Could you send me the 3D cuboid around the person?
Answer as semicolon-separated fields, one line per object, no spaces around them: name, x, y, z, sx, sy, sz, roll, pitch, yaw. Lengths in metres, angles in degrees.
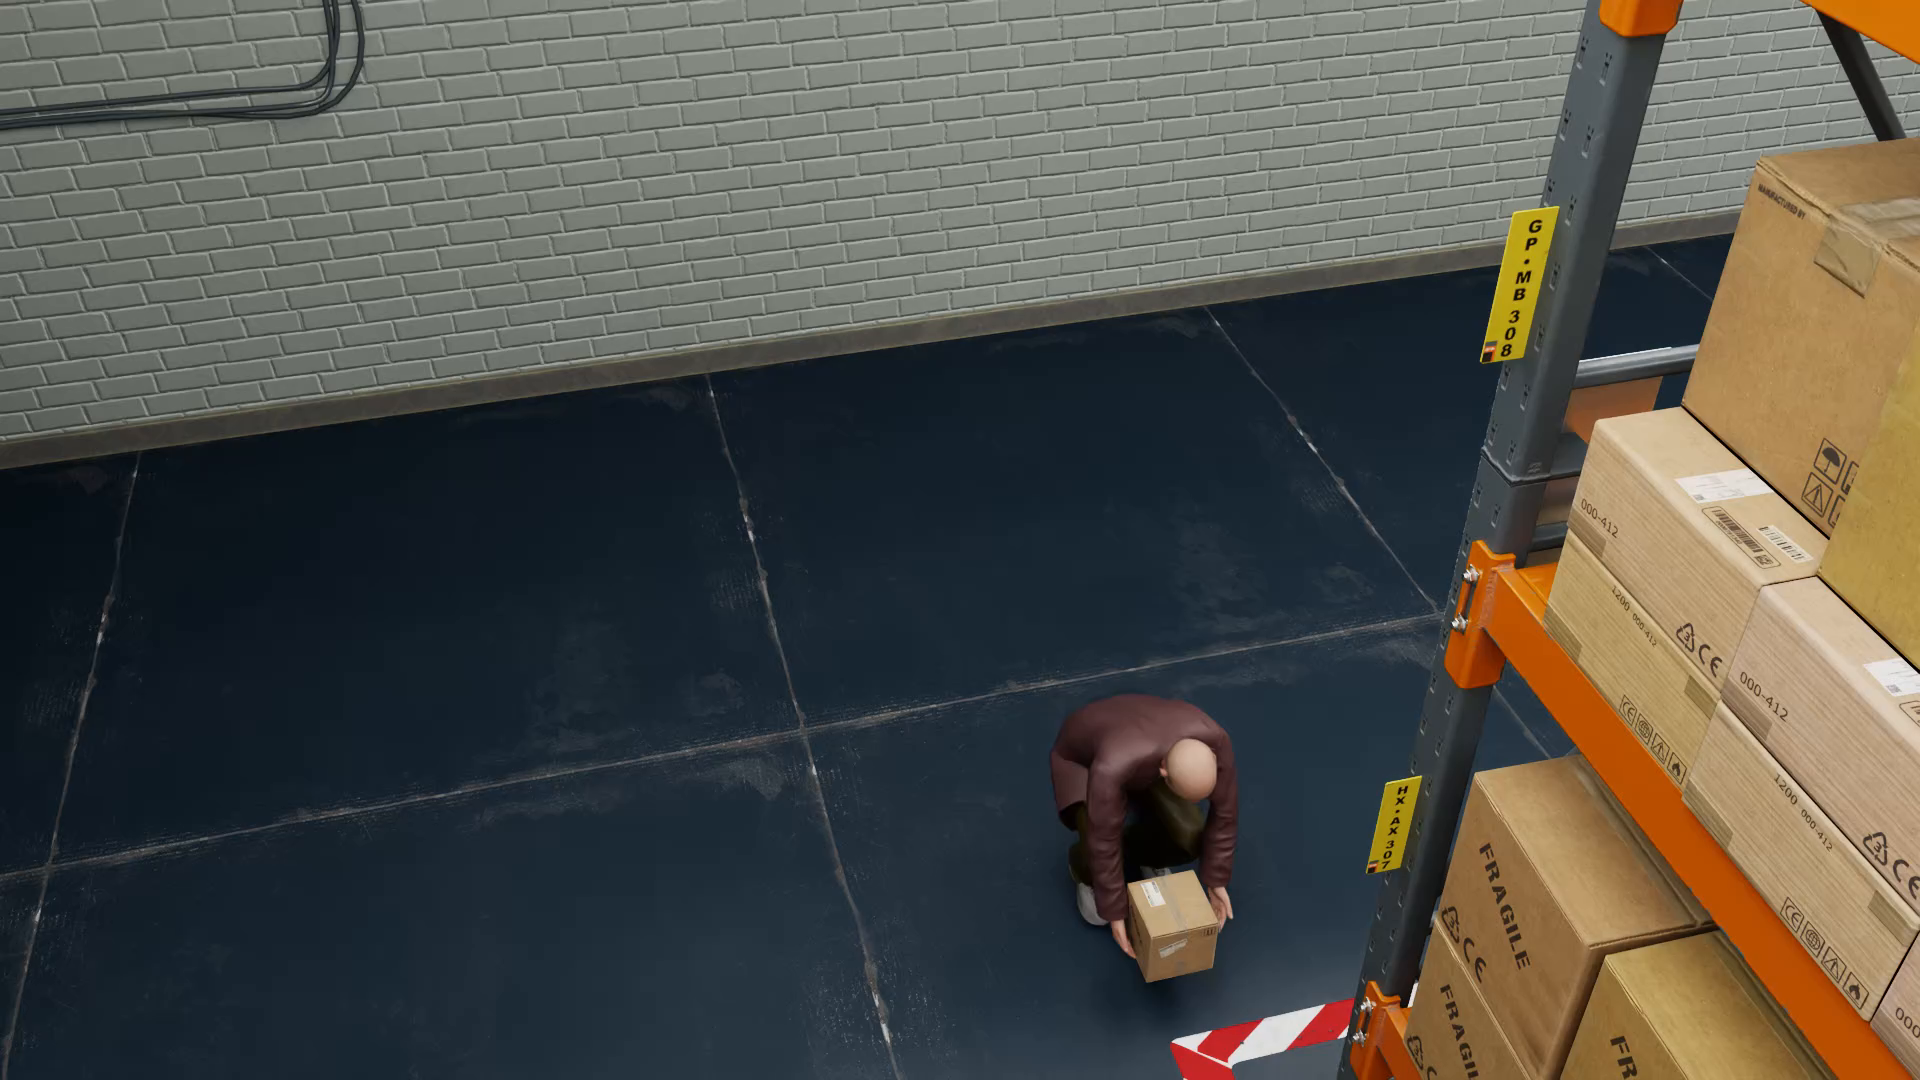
person;0.661;0.952;6.067;0.610;1.080;0.885;-9;39;-12
